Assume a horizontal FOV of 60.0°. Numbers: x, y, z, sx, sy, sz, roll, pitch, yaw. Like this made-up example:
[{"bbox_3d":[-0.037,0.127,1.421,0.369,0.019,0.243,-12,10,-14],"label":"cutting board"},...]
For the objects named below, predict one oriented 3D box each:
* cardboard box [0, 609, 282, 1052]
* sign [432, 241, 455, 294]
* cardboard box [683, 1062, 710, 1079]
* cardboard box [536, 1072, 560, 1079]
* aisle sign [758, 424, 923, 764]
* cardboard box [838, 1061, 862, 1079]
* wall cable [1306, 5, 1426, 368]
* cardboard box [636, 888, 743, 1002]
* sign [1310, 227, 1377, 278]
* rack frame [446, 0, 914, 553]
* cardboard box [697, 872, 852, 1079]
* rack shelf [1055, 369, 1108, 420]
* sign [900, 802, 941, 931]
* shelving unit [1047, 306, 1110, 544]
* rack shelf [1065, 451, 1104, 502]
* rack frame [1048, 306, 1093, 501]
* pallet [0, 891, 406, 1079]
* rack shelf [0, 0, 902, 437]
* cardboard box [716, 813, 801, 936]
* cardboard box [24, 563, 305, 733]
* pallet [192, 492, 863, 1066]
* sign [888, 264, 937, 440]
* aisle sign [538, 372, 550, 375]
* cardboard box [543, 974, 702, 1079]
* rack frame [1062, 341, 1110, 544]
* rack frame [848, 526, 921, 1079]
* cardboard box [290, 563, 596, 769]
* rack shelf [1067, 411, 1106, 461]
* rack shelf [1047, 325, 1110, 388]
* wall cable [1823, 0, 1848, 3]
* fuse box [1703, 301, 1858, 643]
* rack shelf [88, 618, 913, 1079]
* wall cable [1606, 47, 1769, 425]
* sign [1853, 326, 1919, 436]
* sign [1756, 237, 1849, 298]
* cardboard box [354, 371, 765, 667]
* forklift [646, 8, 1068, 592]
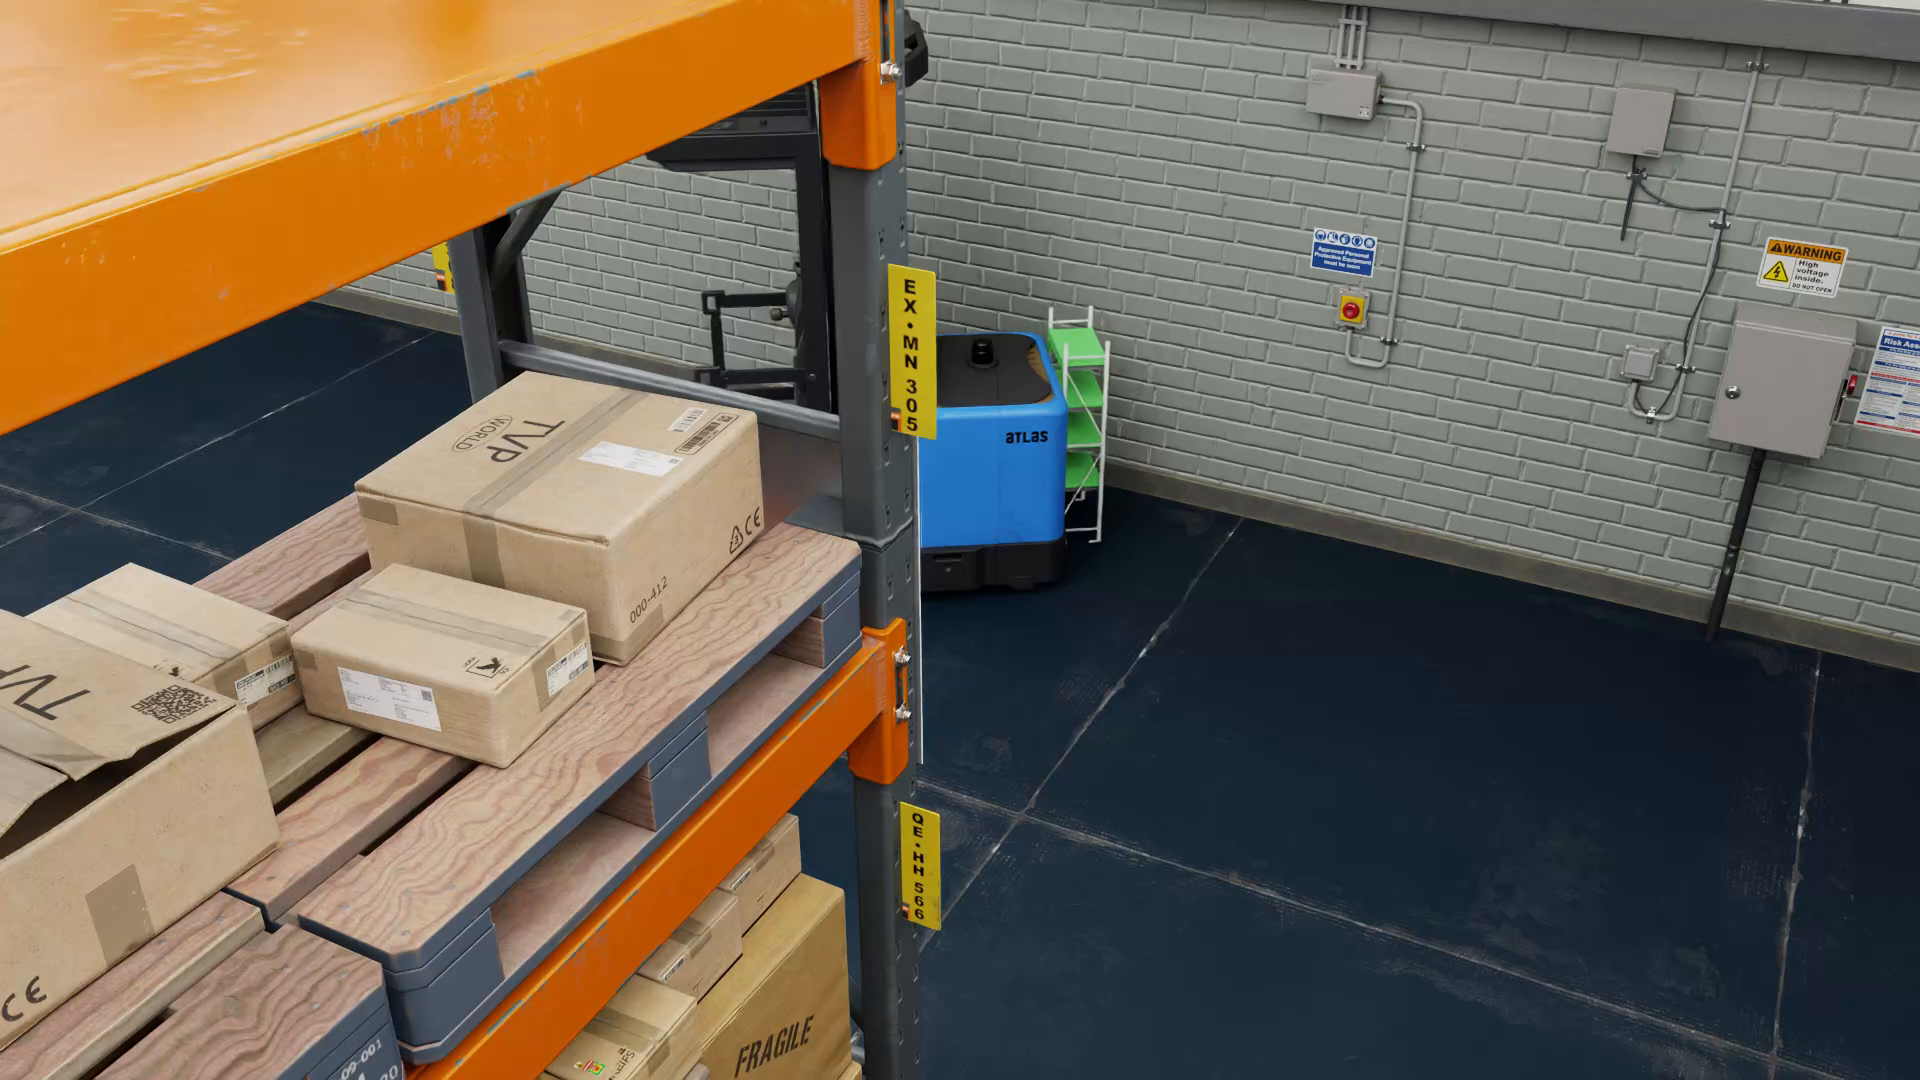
[{"bbox_3d":[-1.291,0.349,2.185,0.500,0.311,0.500,15,33,24],"label":"cardboard box"},{"bbox_3d":[-1.056,-0.658,3.415,0.100,0.325,0.005,14,33,23],"label":"sign"},{"bbox_3d":[-0.785,1.214,3.020,0.500,0.500,0.500,14,33,23],"label":"cardboard box"},{"bbox_3d":[-0.838,0.985,2.768,0.380,0.149,0.250,15,33,24],"label":"cardboard box"},{"bbox_3d":[-0.256,0.096,3.461,0.394,0.787,0.004,14,33,23],"label":"aisle sign"},{"bbox_3d":[-0.549,1.415,3.673,0.500,0.500,0.500,14,33,24],"label":"cardboard box"},{"bbox_3d":[1.983,-1.775,8.277,0.585,1.953,0.123,14,33,23],"label":"wall cable"},{"bbox_3d":[-0.644,0.749,3.178,0.380,0.149,0.250,15,33,24],"label":"cardboard box"},{"bbox_3d":[1.968,-1.476,8.536,0.327,0.218,0.001,14,33,23],"label":"sign"},{"bbox_3d":[-0.565,-1.417,2.681,1.000,3.000,0.127,14,33,23],"label":"rack frame"},{"bbox_3d":[-0.573,0.975,3.435,0.500,0.500,0.500,15,33,25],"label":"cardboard box"},{"bbox_3d":[0.632,-0.780,9.050,0.258,0.148,0.480,-3,30,-6],"label":"rack shelf"},{"bbox_3d":[-0.088,0.709,3.603,0.100,0.325,0.005,14,33,23],"label":"sign"},{"bbox_3d":[0.632,-0.627,9.138,0.258,1.200,0.503,-3,30,-6],"label":"shelving unit"},{"bbox_3d":[0.632,-0.364,9.289,0.258,0.148,0.480,-3,30,-6],"label":"rack shelf"},{"bbox_3d":[0.604,-0.748,9.348,0.240,1.200,0.015,-3,30,-6],"label":"rack frame"},{"bbox_3d":[-1.448,0.796,1.928,1.003,0.211,1.213,14,33,23],"label":"pallet"},{"bbox_3d":[-1.476,-0.045,1.416,1.077,0.370,4.000,14,33,23],"label":"rack shelf"},{"bbox_3d":[-0.550,0.631,3.384,0.380,0.149,0.250,15,33,24],"label":"cardboard box"},{"bbox_3d":[-1.265,0.197,2.612,0.380,0.149,0.250,16,33,25],"label":"cardboard box"},{"bbox_3d":[-0.894,0.253,2.874,1.003,0.211,1.213,14,33,23],"label":"pallet"},{"bbox_3d":[-0.088,-0.337,3.002,0.100,0.325,0.005,14,33,23],"label":"sign"},{"bbox_3d":[-0.790,-0.041,3.698,0.394,0.787,0.004,14,33,23],"label":"aisle sign"},{"bbox_3d":[-0.687,0.882,2.946,0.380,0.149,0.250,14,33,23],"label":"cardboard box"},{"bbox_3d":[0.660,-0.507,8.927,0.240,1.200,0.015,-3,30,-6],"label":"rack frame"},{"bbox_3d":[-0.565,1.184,4.175,1.000,3.000,0.127,14,33,23],"label":"rack frame"},{"bbox_3d":[-0.810,0.191,2.623,0.380,0.149,0.250,12,32,19],"label":"cardboard box"},{"bbox_3d":[0.632,-0.572,9.169,0.258,0.148,0.480,-3,30,-6],"label":"rack shelf"},{"bbox_3d":[0.632,-0.988,8.930,0.258,0.148,0.480,-3,30,-6],"label":"rack shelf"},{"bbox_3d":[4.907,-3.198,5.746,2.988,3.039,0.133,14,33,23],"label":"wall cable"},{"bbox_3d":[3.787,-0.221,7.916,0.539,1.711,0.414,14,33,23],"label":"fuse box"},{"bbox_3d":[-1.476,1.082,2.063,1.077,0.370,4.000,14,33,23],"label":"rack shelf"},{"bbox_3d":[3.251,-1.445,7.733,0.588,1.984,0.122,14,33,23],"label":"wall cable"},{"bbox_3d":[4.321,-0.718,7.583,0.329,0.494,0.001,14,33,23],"label":"sign"},{"bbox_3d":[3.832,-1.242,7.571,0.339,0.242,0.001,14,33,23],"label":"sign"},{"bbox_3d":[-0.690,-0.057,2.953,0.500,0.250,0.500,11,32,19],"label":"cardboard box"},{"bbox_3d":[-0.994,-1.178,8.358,3.031,2.935,1.130,-3,30,-5],"label":"forklift"}]
